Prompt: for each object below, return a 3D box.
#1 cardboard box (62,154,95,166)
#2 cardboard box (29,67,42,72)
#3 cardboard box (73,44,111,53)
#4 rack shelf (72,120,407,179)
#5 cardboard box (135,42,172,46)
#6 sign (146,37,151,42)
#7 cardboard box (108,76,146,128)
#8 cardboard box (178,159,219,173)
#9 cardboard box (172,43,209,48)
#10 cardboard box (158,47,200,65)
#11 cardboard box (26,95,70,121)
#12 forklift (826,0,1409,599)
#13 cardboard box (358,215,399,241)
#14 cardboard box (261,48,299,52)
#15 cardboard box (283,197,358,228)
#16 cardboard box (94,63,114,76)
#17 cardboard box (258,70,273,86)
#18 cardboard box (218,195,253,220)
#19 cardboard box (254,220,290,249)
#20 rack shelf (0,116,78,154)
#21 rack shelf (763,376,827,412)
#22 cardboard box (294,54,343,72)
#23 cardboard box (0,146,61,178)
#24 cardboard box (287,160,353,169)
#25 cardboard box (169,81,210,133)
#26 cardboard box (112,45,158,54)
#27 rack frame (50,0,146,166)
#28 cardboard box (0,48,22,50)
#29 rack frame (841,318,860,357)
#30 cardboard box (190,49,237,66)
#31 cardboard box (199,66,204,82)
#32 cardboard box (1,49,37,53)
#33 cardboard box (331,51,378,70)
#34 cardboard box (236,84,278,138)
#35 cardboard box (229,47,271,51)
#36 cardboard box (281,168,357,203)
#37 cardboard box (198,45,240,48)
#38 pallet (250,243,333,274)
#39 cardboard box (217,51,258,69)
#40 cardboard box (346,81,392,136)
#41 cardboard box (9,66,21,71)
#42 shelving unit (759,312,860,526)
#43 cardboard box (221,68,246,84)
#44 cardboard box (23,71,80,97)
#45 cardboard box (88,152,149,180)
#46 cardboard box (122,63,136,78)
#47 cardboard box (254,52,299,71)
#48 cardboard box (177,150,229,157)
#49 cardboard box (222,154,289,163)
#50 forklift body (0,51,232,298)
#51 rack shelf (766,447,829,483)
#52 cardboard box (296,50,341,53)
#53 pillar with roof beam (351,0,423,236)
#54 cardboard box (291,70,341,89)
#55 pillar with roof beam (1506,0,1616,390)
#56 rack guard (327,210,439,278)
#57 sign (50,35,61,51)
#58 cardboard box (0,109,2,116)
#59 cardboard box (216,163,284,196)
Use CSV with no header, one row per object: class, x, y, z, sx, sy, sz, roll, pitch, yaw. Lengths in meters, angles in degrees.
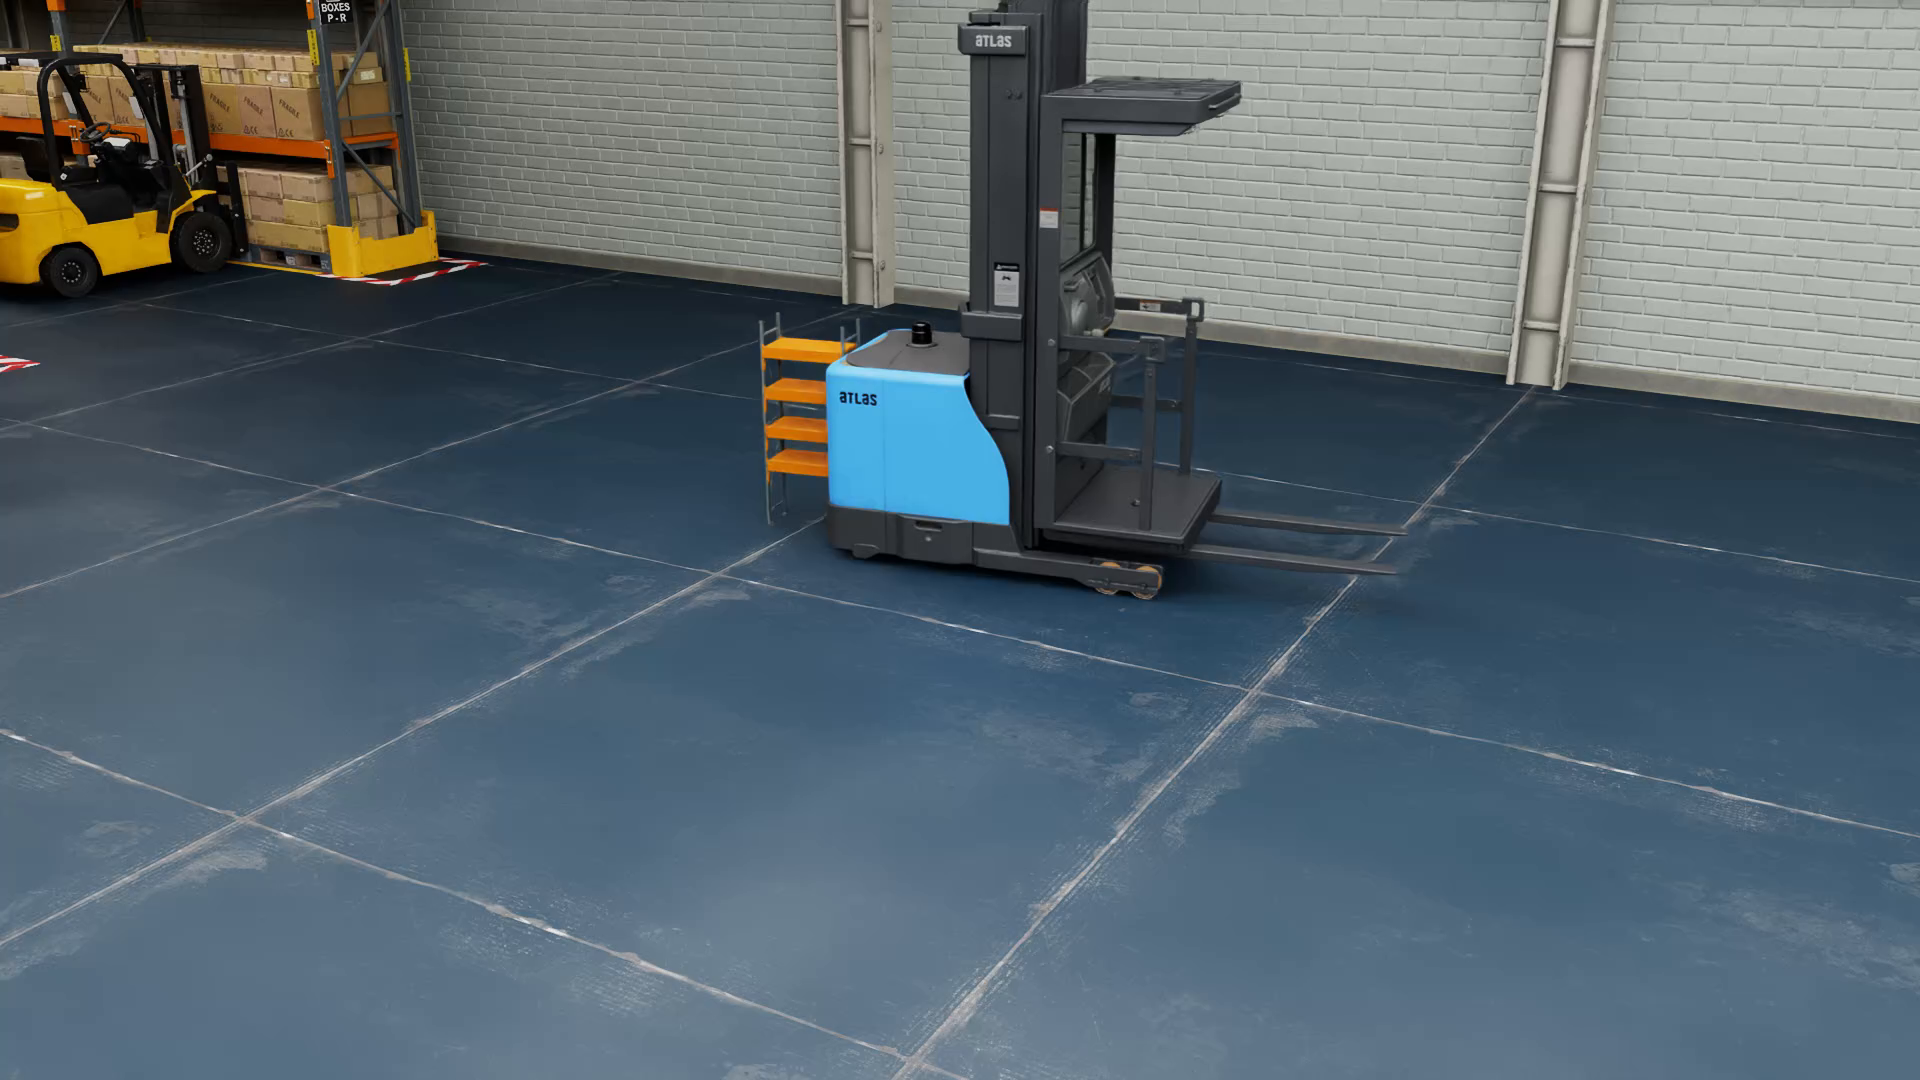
cardboard box,-9.866,-4.051,19.001,0.625,0.625,0.875,12,23,30
cardboard box,-10.046,-5.267,18.387,0.250,0.149,0.380,10,22,27
cardboard box,-9.271,-5.237,17.869,0.250,0.149,0.380,11,23,28
rack shelf,-7.659,-4.216,17.643,4.000,0.370,1.077,11,23,27
cardboard box,-8.780,-5.361,18.211,0.250,0.149,0.380,10,22,26
sign,-9.136,-5.496,18.732,0.005,0.325,0.100,11,23,27
cardboard box,-8.682,-4.700,17.777,0.500,0.500,0.500,11,23,28
cardboard box,-8.254,-3.920,17.723,0.500,0.250,0.500,12,23,29
cardboard box,-8.293,-5.298,18.038,0.250,0.149,0.380,10,22,26
cardboard box,-8.108,-5.046,17.344,0.250,0.149,0.380,11,23,27
cardboard box,-9.972,-4.822,18.479,0.500,0.250,0.500,11,23,29
forklift,0.848,-1.278,8.591,3.031,2.935,1.130,7,21,18
cardboard box,-6.246,-3.266,17.386,0.500,0.250,0.500,11,23,28
cardboard box,-7.002,-5.008,17.237,0.250,0.149,0.380,12,23,29
cardboard box,-6.490,-3.349,16.882,0.500,0.250,0.500,10,22,27
cardboard box,-9.028,-5.065,17.830,0.250,0.149,0.380,11,23,29
cardboard box,-6.786,-4.643,16.667,0.250,0.149,0.380,11,23,28
cardboard box,-7.384,-3.515,17.340,0.500,0.250,0.500,10,22,26
cardboard box,-6.907,-3.196,17.193,0.500,0.250,0.500,11,23,27
rack shelf,-11.151,-4.881,19.477,4.000,0.370,1.077,11,23,27
rack shelf,-0.833,-0.804,9.364,0.480,0.148,0.258,7,21,18
cardboard box,-6.328,-4.710,16.416,0.250,0.149,0.380,11,23,27
cardboard box,-11.197,-4.307,19.706,0.625,0.625,0.875,10,22,25
cardboard box,-6.678,-3.814,17.432,0.500,0.250,0.500,11,23,27
cardboard box,-7.811,-4.526,17.298,0.500,0.500,0.500,11,23,28
cardboard box,-8.772,-5.181,17.714,0.250,0.149,0.380,10,22,26
rack frame,-9.405,-4.887,18.437,0.127,3.000,1.000,11,23,27
cardboard box,-11.338,-5.735,19.679,0.250,0.149,0.380,10,22,26
rack frame,-0.602,-0.630,9.342,0.015,1.200,0.240,7,21,18
cardboard box,-7.670,-4.963,17.115,0.250,0.149,0.380,11,23,28
cardboard box,-7.658,-4.822,17.161,0.250,0.149,0.380,11,22,27
cardboard box,-10.915,-5.628,19.384,0.250,0.149,0.380,11,23,28
cardboard box,-6.102,-4.833,16.754,0.250,0.149,0.380,10,22,26
cardboard box,-6.919,-4.361,16.842,0.500,0.500,0.500,12,23,29
cardboard box,-7.438,-5.098,17.487,0.250,0.149,0.380,11,23,28
cardboard box,-6.467,-3.580,16.785,0.500,0.250,0.500,12,23,29
cardboard box,-7.877,-5.193,17.747,0.250,0.149,0.380,11,22,27
pallet,-6.601,-3.025,17.395,1.213,0.211,1.003,11,23,27
cardboard box,-7.263,-4.851,16.805,0.250,0.149,0.380,11,23,29
cardboard box,-6.210,-4.433,17.041,0.500,0.500,0.500,12,23,29
cardboard box,-10.528,-5.327,18.555,0.250,0.149,0.380,10,22,26
shelving unit,-0.833,-0.657,9.417,0.503,1.200,0.258,7,21,18
cardboard box,-7.253,-4.717,16.873,0.250,0.149,0.380,10,22,26
cardboard box,-9.958,-5.057,18.393,0.500,0.250,0.500,10,22,26
cardboard box,-9.136,-4.088,18.185,0.500,0.250,0.500,10,22,26
cardboard box,-8.608,-4.966,17.560,0.250,0.149,0.380,11,23,28
cardboard box,-6.800,-4.777,16.602,0.250,0.149,0.380,11,23,28
cardboard box,-8.431,-4.157,18.377,0.500,0.250,0.500,10,22,27
cardboard box,-7.553,-3.988,17.911,0.500,0.250,0.500,10,22,26
forklift body,-8.458,-3.595,16.120,1.214,2.155,2.313,11,23,27
rack shelf,-0.833,-0.407,9.508,0.480,0.148,0.258,7,21,18
cardboard box,-6.551,-4.926,17.011,0.250,0.149,0.380,11,23,28
pillar with roof beam,-8.181,-6.144,13.106,0.400,9.000,9.100,11,23,27
cardboard box,-6.352,-4.547,16.405,0.250,0.149,0.380,11,23,28
pillar with roof beam,2.296,-4.148,7.605,0.400,9.000,9.100,11,23,27
rack guard,-5.892,-3.042,17.019,0.348,0.500,1.175,11,23,27
sign,-9.661,-5.230,17.804,0.005,0.325,0.100,11,23,27
cardboard box,-10.833,-4.996,18.958,0.500,0.250,0.500,11,23,28
cardboard box,-7.361,-3.744,17.238,0.500,0.250,0.500,11,23,28
